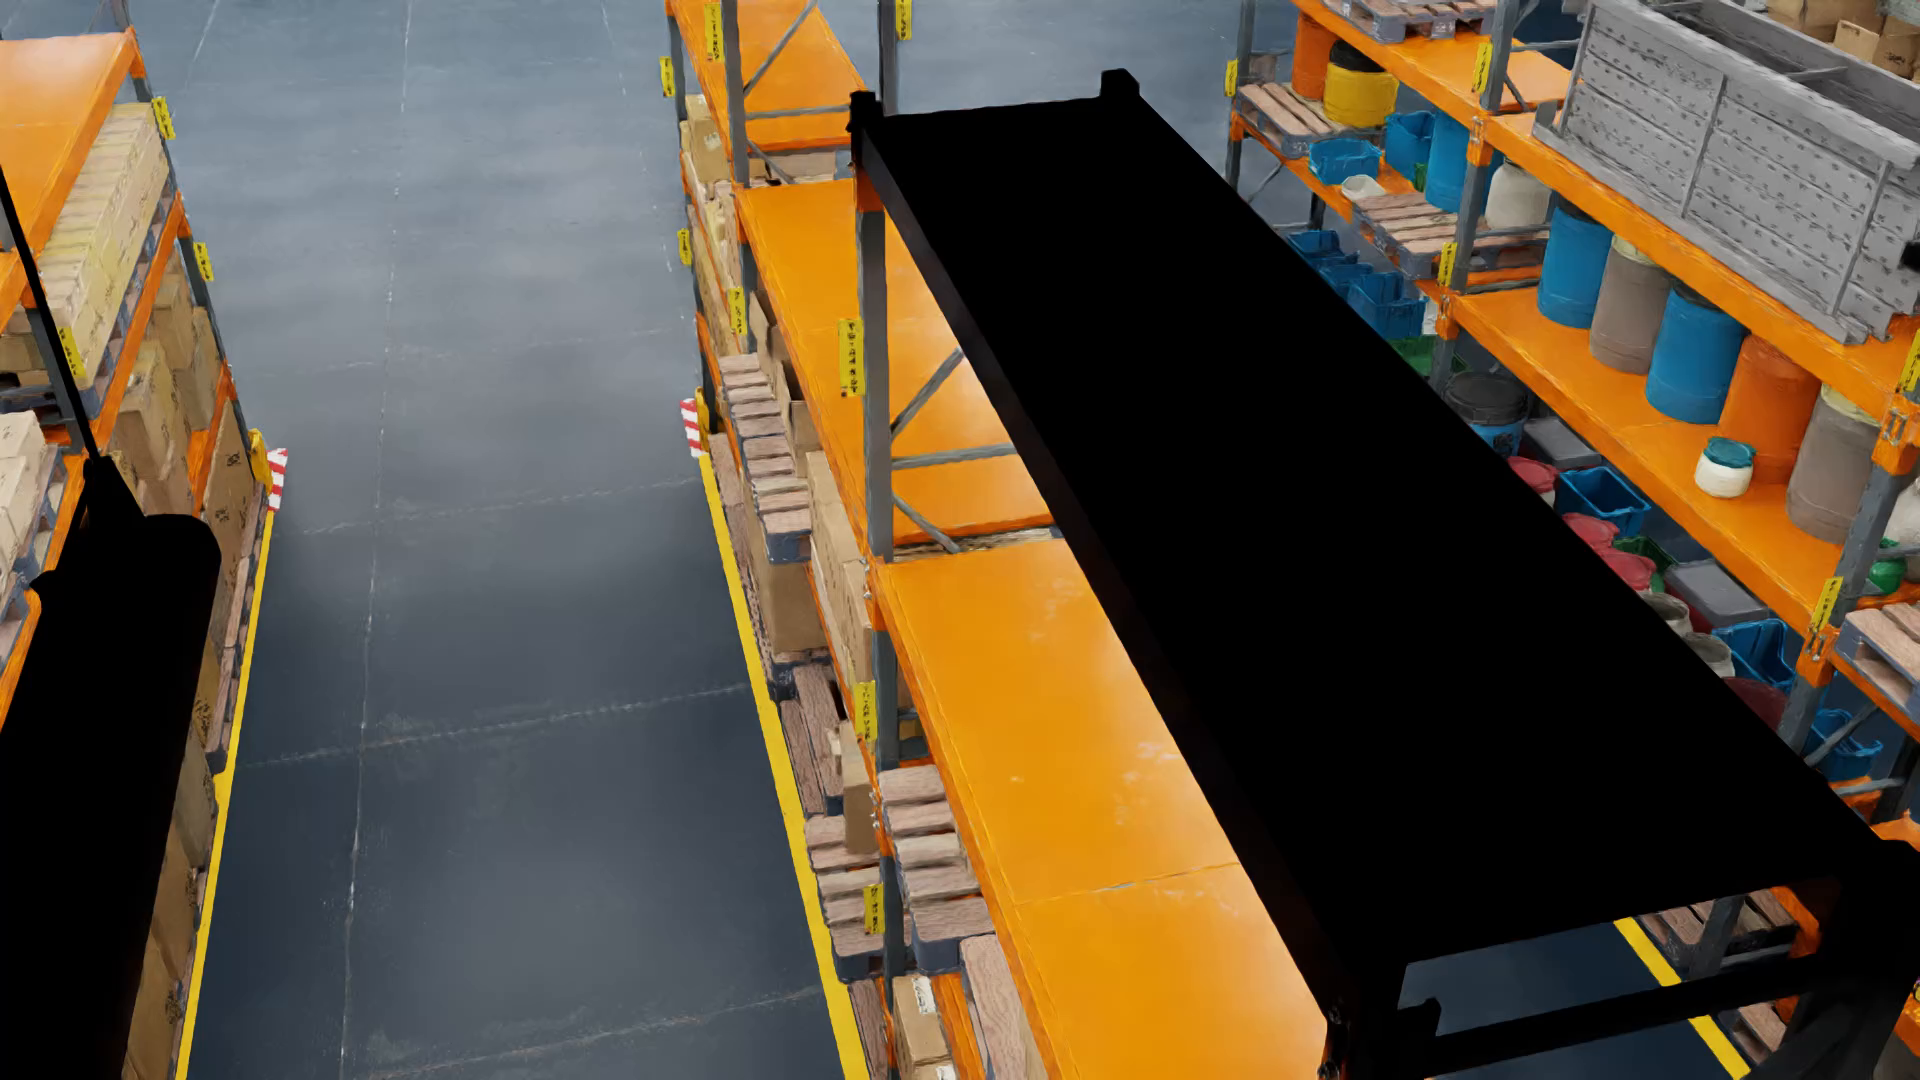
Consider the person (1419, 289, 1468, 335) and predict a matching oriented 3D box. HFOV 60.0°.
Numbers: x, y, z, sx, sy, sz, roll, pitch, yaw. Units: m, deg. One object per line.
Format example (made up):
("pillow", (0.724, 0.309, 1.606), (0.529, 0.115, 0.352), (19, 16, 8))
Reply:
("person", (4.666, -2.586, 16.304), (0.535, 1.718, 1.024), (-3, 35, -4))
